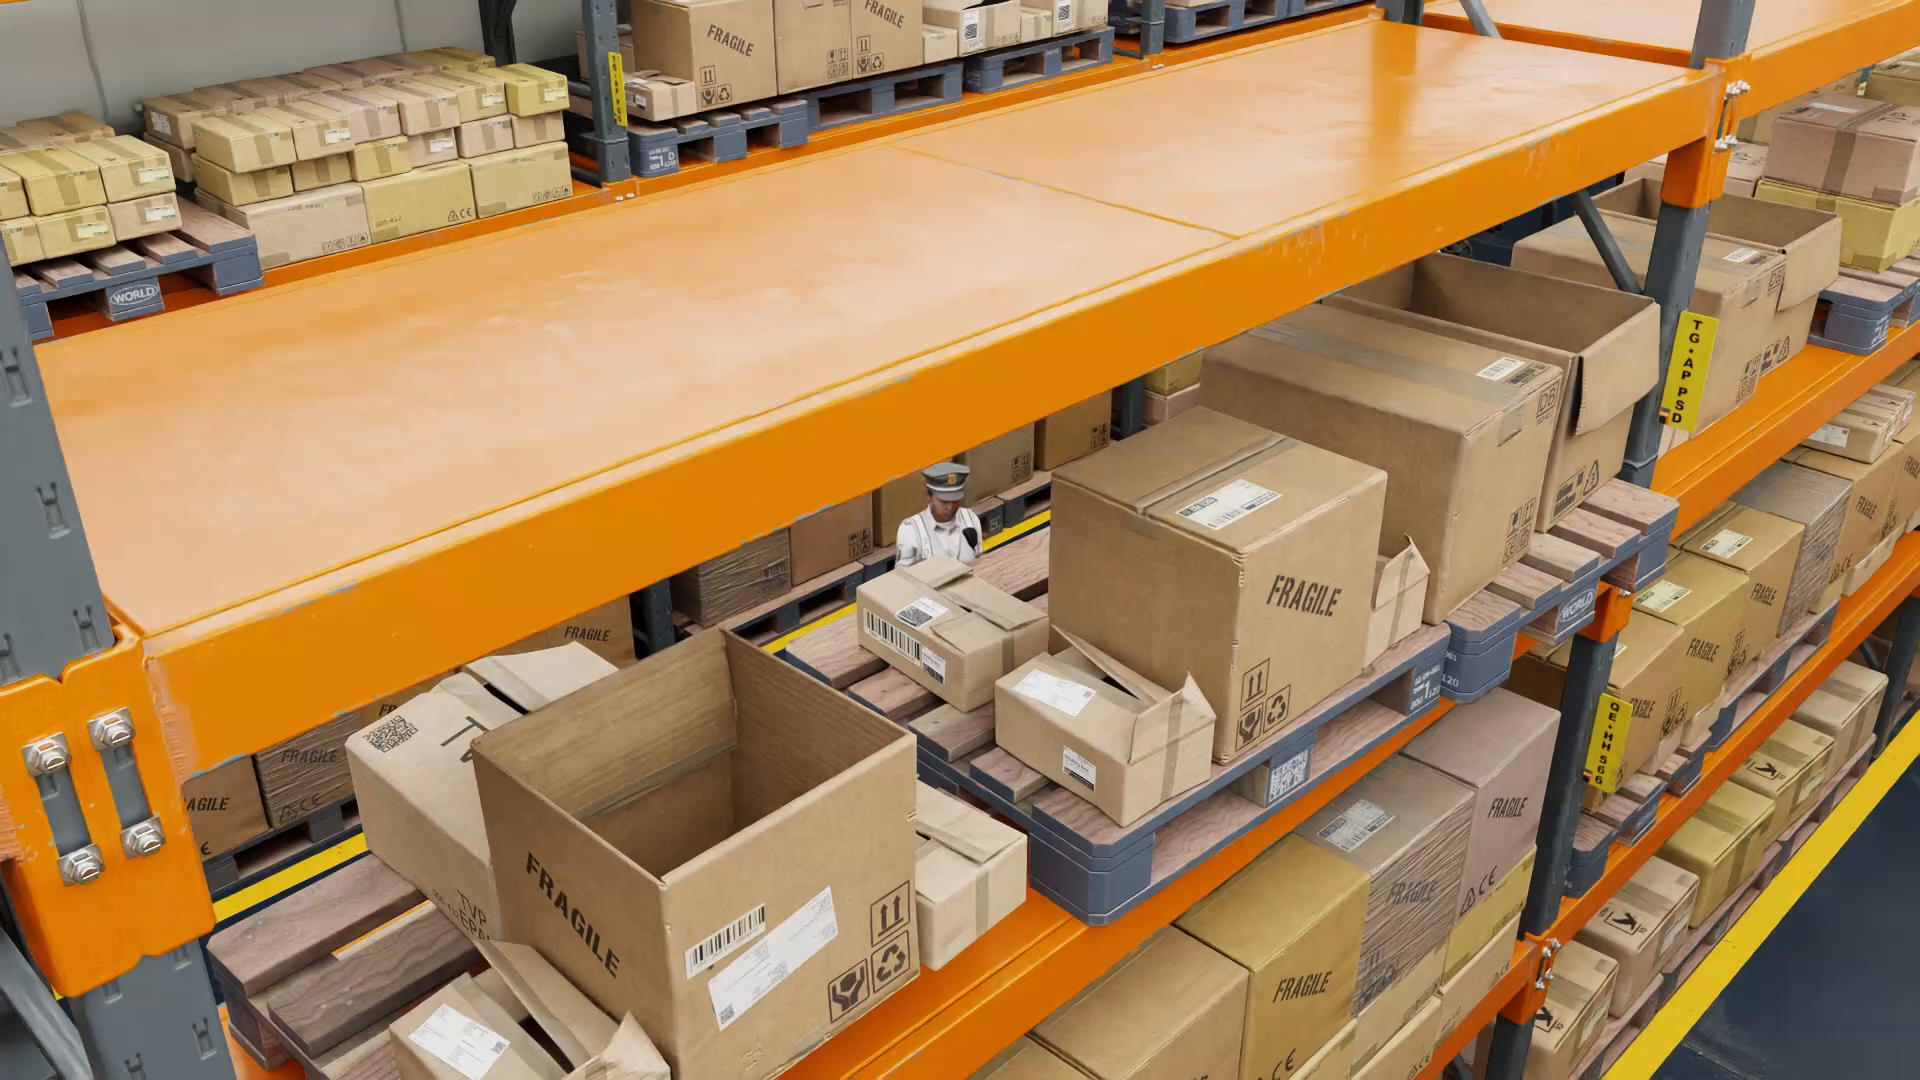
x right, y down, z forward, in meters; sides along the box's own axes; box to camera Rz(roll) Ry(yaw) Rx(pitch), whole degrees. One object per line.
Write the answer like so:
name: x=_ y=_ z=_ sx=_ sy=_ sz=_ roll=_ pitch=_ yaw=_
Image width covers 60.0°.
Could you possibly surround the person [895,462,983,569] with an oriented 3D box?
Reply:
person: x=-0.058 y=0.418 z=8.094 sx=0.500 sy=1.670 sz=0.557 roll=-12 pitch=30 yaw=-21
